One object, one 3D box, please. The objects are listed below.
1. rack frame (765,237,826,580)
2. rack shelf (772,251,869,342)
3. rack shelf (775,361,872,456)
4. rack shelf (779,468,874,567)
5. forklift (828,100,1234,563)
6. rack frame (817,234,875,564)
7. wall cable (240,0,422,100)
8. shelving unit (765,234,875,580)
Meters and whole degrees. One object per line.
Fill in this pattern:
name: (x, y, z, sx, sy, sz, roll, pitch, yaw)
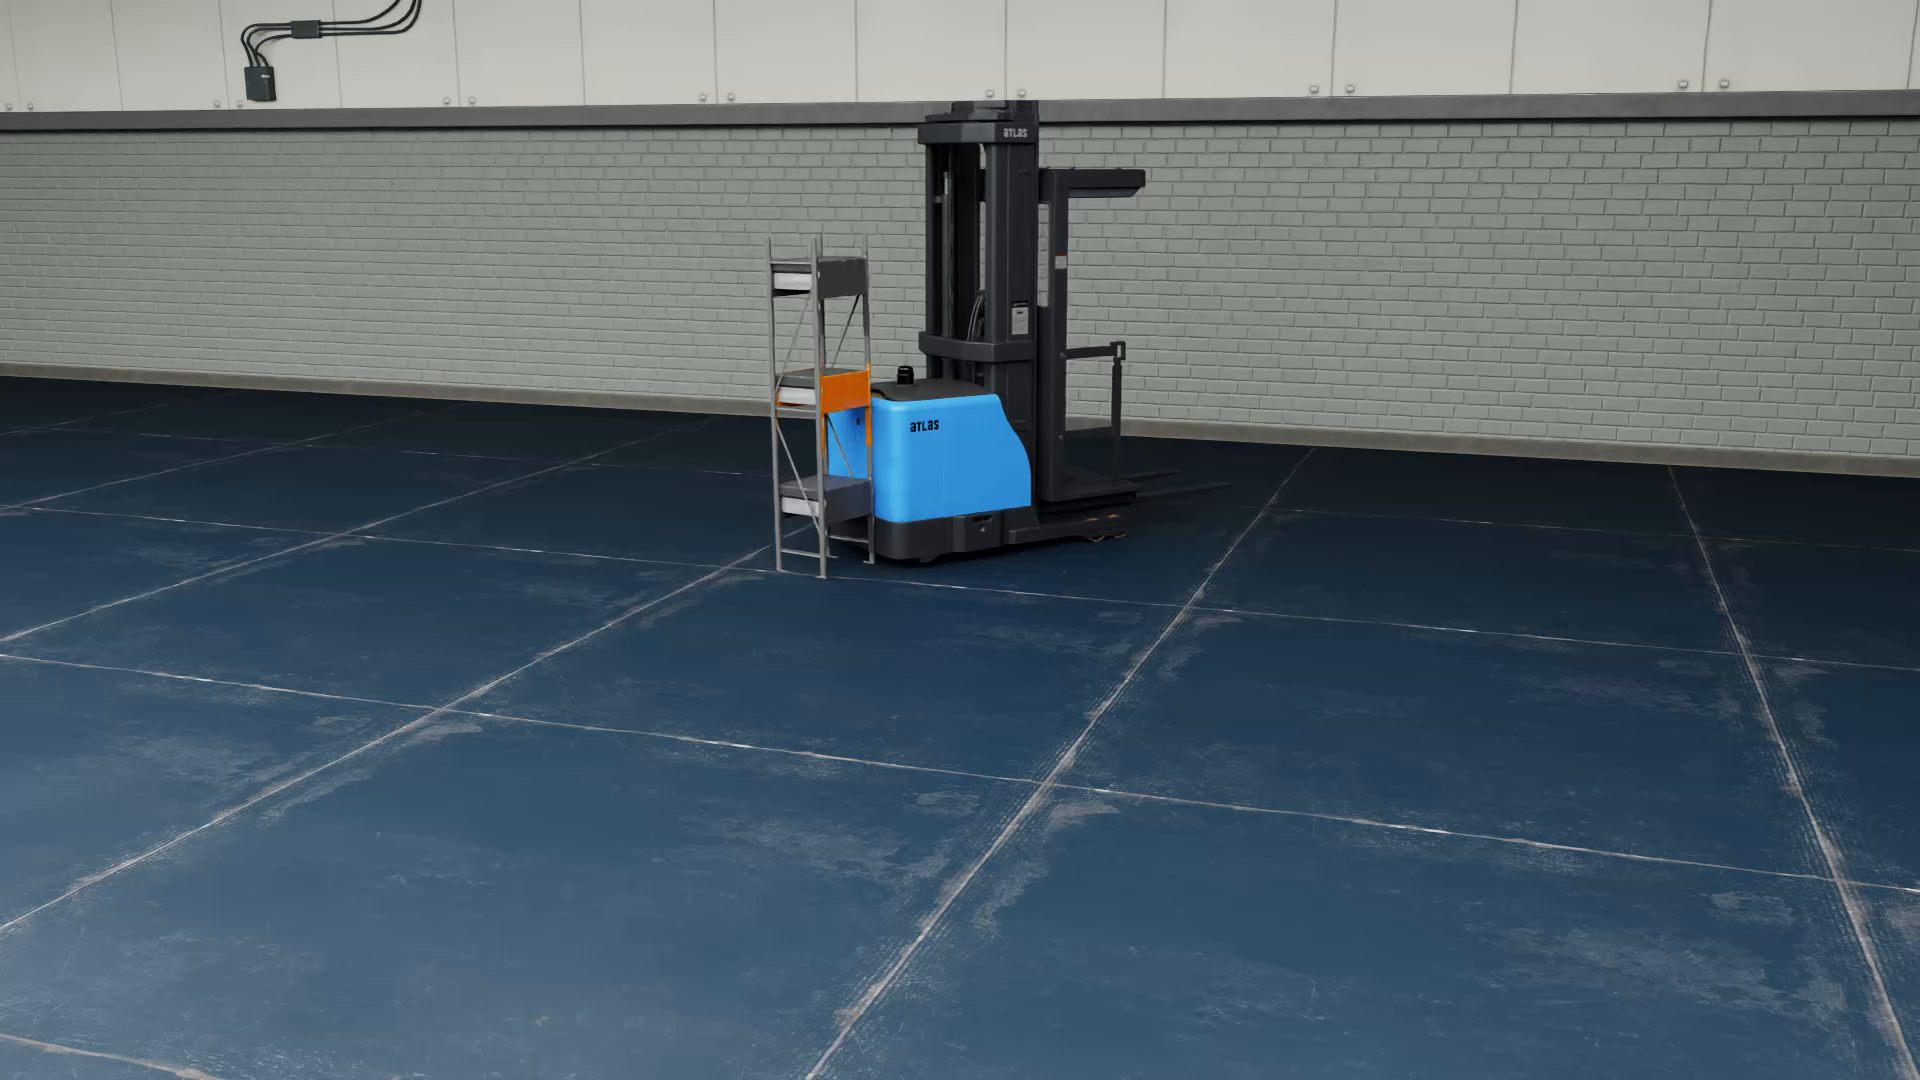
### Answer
rack frame: (-1.014, -0.803, 10.273, 0.400, 2.100, 0.015, 8, 15, 35)
rack shelf: (-0.879, -1.517, 10.319, 0.431, 0.518, 0.480, 8, 15, 35)
rack shelf: (-0.872, -0.834, 10.470, 0.431, 0.518, 0.480, 8, 15, 35)
rack shelf: (-0.864, -0.150, 10.620, 0.431, 0.518, 0.480, 8, 15, 35)
forklift: (0.578, -1.506, 11.498, 3.031, 2.935, 1.130, -8, 15, -32)
rack frame: (-0.730, -0.891, 10.660, 0.400, 2.100, 0.015, 8, 15, 35)
wall cable: (-6.690, -7.657, 17.170, 2.305, 6.003, 0.169, 4, 14, 18)
shelving unit: (-0.872, -0.847, 10.467, 0.431, 2.100, 0.503, 8, 15, 35)
